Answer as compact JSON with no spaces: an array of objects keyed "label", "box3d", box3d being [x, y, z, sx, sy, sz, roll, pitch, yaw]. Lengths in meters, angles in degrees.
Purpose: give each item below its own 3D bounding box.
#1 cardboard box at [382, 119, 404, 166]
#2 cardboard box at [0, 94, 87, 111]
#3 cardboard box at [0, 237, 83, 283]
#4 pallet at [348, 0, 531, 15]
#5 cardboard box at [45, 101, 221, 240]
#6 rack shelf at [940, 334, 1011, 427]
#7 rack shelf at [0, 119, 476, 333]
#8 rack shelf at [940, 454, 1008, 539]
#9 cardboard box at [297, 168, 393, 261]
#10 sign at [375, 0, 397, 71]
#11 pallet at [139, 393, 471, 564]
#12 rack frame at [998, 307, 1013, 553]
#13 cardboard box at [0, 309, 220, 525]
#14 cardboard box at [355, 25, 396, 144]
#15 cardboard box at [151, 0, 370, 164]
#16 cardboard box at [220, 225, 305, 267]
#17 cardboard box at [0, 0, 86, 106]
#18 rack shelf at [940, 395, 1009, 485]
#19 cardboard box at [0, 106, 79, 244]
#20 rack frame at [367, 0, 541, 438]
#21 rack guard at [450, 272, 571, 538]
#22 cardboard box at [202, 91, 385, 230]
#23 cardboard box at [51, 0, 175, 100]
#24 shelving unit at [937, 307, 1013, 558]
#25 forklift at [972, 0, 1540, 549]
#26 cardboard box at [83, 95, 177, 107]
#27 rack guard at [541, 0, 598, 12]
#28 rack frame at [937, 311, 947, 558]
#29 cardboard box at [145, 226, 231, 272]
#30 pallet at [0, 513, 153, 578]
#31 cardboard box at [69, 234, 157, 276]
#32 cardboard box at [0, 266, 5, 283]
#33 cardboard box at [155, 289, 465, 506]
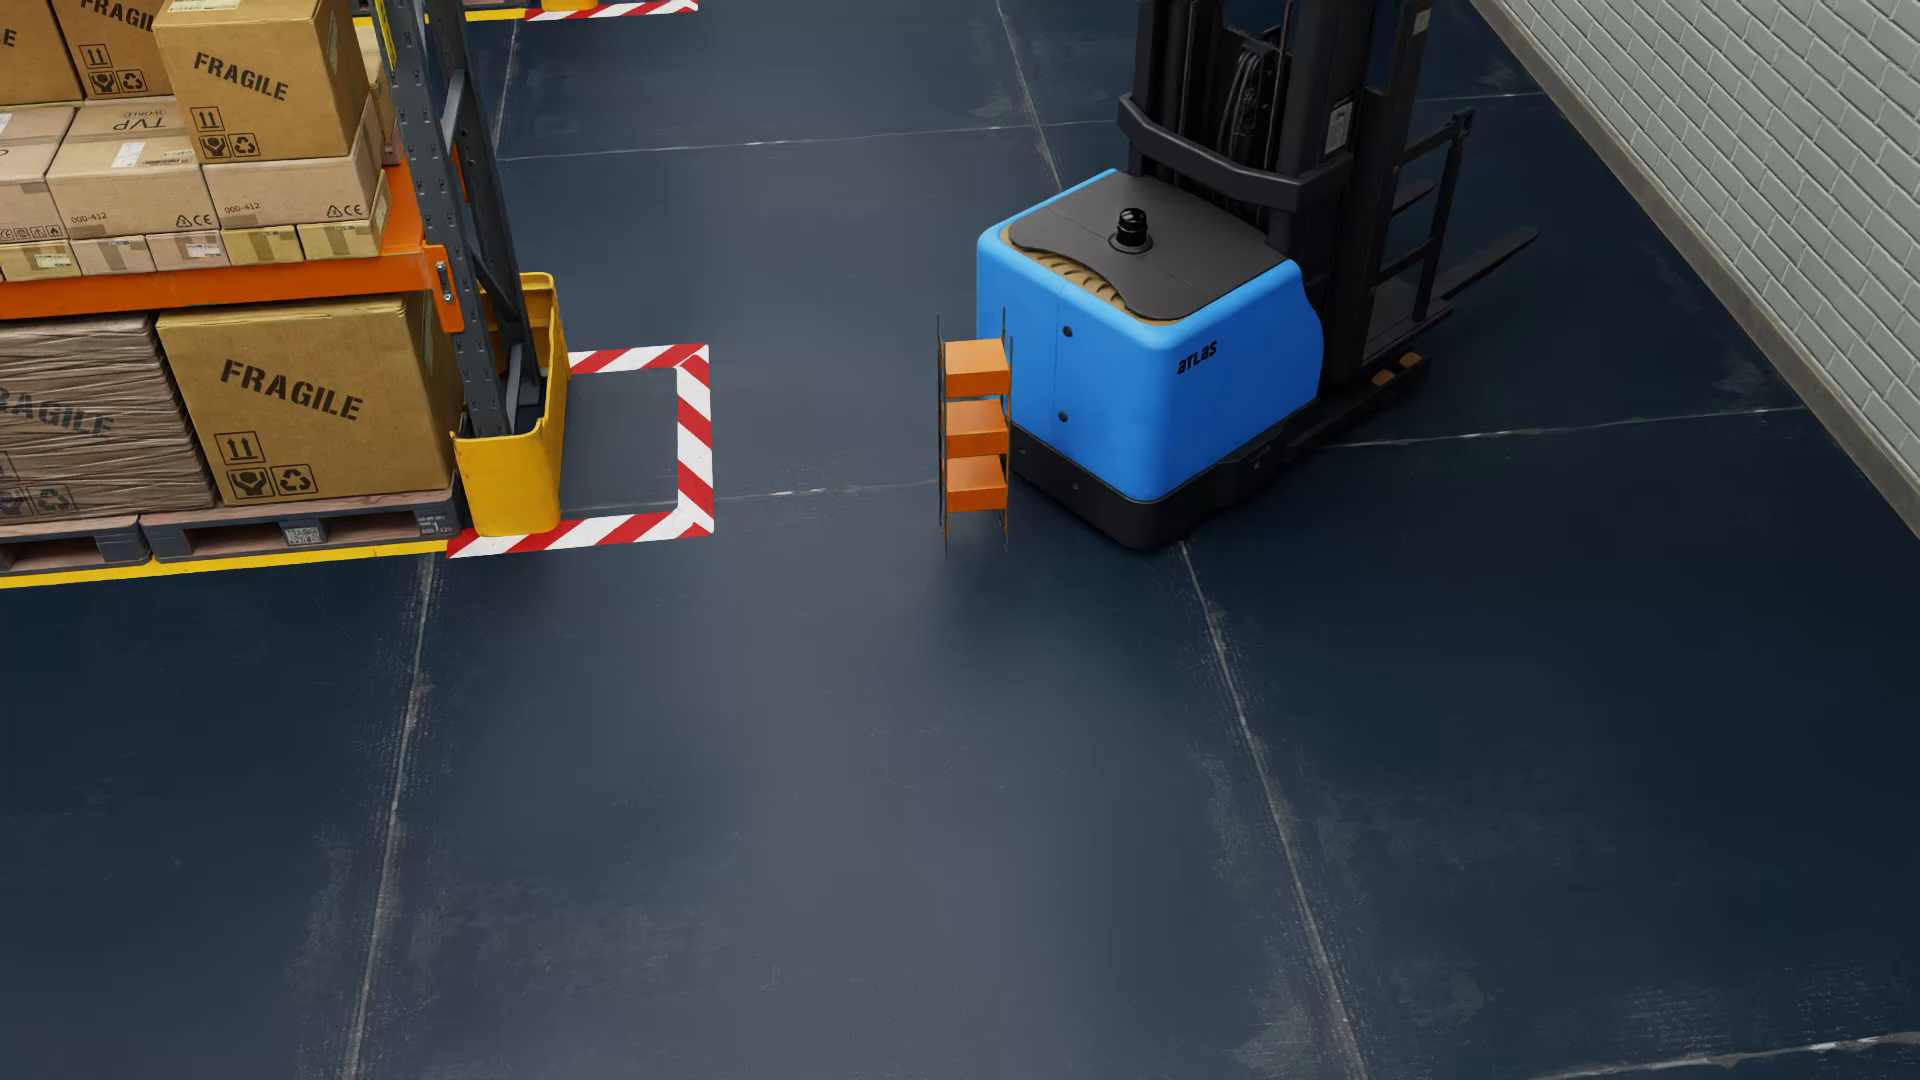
[{"label":"cardboard box","box3d":[-2.300,-1.615,6.488,0.250,0.149,0.380,-5,42,-5]},{"label":"cardboard box","box3d":[-3.429,-1.621,6.198,0.500,0.250,0.500,-6,42,-7]},{"label":"cardboard box","box3d":[-3.228,-1.087,5.903,0.250,0.149,0.380,-6,42,-6]},{"label":"pallet","box3d":[-3.370,-3.728,10.725,1.213,0.211,1.003,-5,42,-6]},{"label":"cardboard box","box3d":[-2.854,-1.313,5.856,0.500,0.250,0.500,-6,42,-6]},{"label":"rack shelf","box3d":[0.053,-0.597,6.221,0.240,0.259,0.215,-5,42,-6]},{"label":"rack shelf","box3d":[-3.888,-1.079,6.244,4.000,0.370,1.077,-5,42,-6]},{"label":"rack shelf","box3d":[0.053,-0.180,6.597,0.240,0.259,0.215,-5,42,-6]},{"label":"cardboard box","box3d":[-2.215,-1.177,6.003,0.250,0.149,0.380,-4,42,-5]},{"label":"sign","box3d":[-1.848,-1.676,5.327,0.005,0.325,0.100,-5,42,-6]},{"label":"pallet","box3d":[-2.688,-0.363,6.995,1.213,0.211,1.003,-5,42,-6]},{"label":"rack frame","box3d":[0.174,-0.405,6.415,0.008,1.050,0.200,-5,42,-6]},{"label":"cardboard box","box3d":[-3.431,-0.699,6.558,0.875,0.875,0.875,-5,42,-6]},{"label":"cardboard box","box3d":[-2.416,-1.712,6.299,0.500,0.250,0.500,-6,42,-7]},{"label":"cardboard box","box3d":[-2.354,-1.636,5.654,0.500,0.500,0.500,-5,42,-5]},{"label":"cardboard box","box3d":[-2.473,-1.153,5.977,0.250,0.149,0.380,-5,42,-5]},{"label":"cardboard box","box3d":[-3.425,-1.898,5.945,0.500,0.500,0.500,-6,42,-7]},{"label":"rack shelf","box3d":[0.053,-0.387,6.411,0.240,0.259,0.215,-5,42,-6]},{"label":"cardboard box","box3d":[-3.359,-1.268,5.806,0.500,0.250,0.500,-6,42,-7]},{"label":"rack frame","box3d":[-1.905,-1.520,6.195,0.127,3.000,1.000,-5,42,-6]},{"label":"rack guard","box3d":[-1.881,-0.594,7.035,0.348,0.500,1.175,-5,42,-6]},{"label":"cardboard box","box3d":[-2.351,-1.356,5.904,0.500,0.250,0.500,-6,42,-6]},{"label":"cardboard box","box3d":[-2.912,-1.947,5.999,0.500,0.500,0.500,-6,42,-7]},{"label":"shelving unit","box3d":[0.053,-0.394,6.404,0.252,1.050,0.215,-5,42,-6]},{"label":"forklift","box3d":[1.479,-1.911,6.681,3.031,2.935,1.130,-31,51,-30]},{"label":"cardboard box","box3d":[-2.930,-1.663,6.244,0.500,0.250,0.500,-5,42,-6]},{"label":"rack guard","box3d":[-2.525,-3.892,10.691,0.348,0.500,1.175,-5,42,-6]},{"label":"rack frame","box3d":[-0.068,-0.384,6.392,0.008,1.050,0.200,-5,42,-6]},{"label":"cardboard box","box3d":[-2.723,-1.132,5.953,0.250,0.149,0.380,-5,42,-5]},{"label":"pallet","box3d":[-3.895,-0.259,6.880,1.213,0.211,1.003,-5,42,-6]},{"label":"cardboard box","box3d":[-2.971,-1.111,5.930,0.250,0.149,0.380,-4,42,-5]},{"label":"cardboard box","box3d":[-3.485,-1.064,5.878,0.250,0.149,0.380,-5,42,-5]},{"label":"cardboard box","box3d":[-2.529,-0.778,6.646,0.875,0.875,0.875,-5,42,-6]}]
